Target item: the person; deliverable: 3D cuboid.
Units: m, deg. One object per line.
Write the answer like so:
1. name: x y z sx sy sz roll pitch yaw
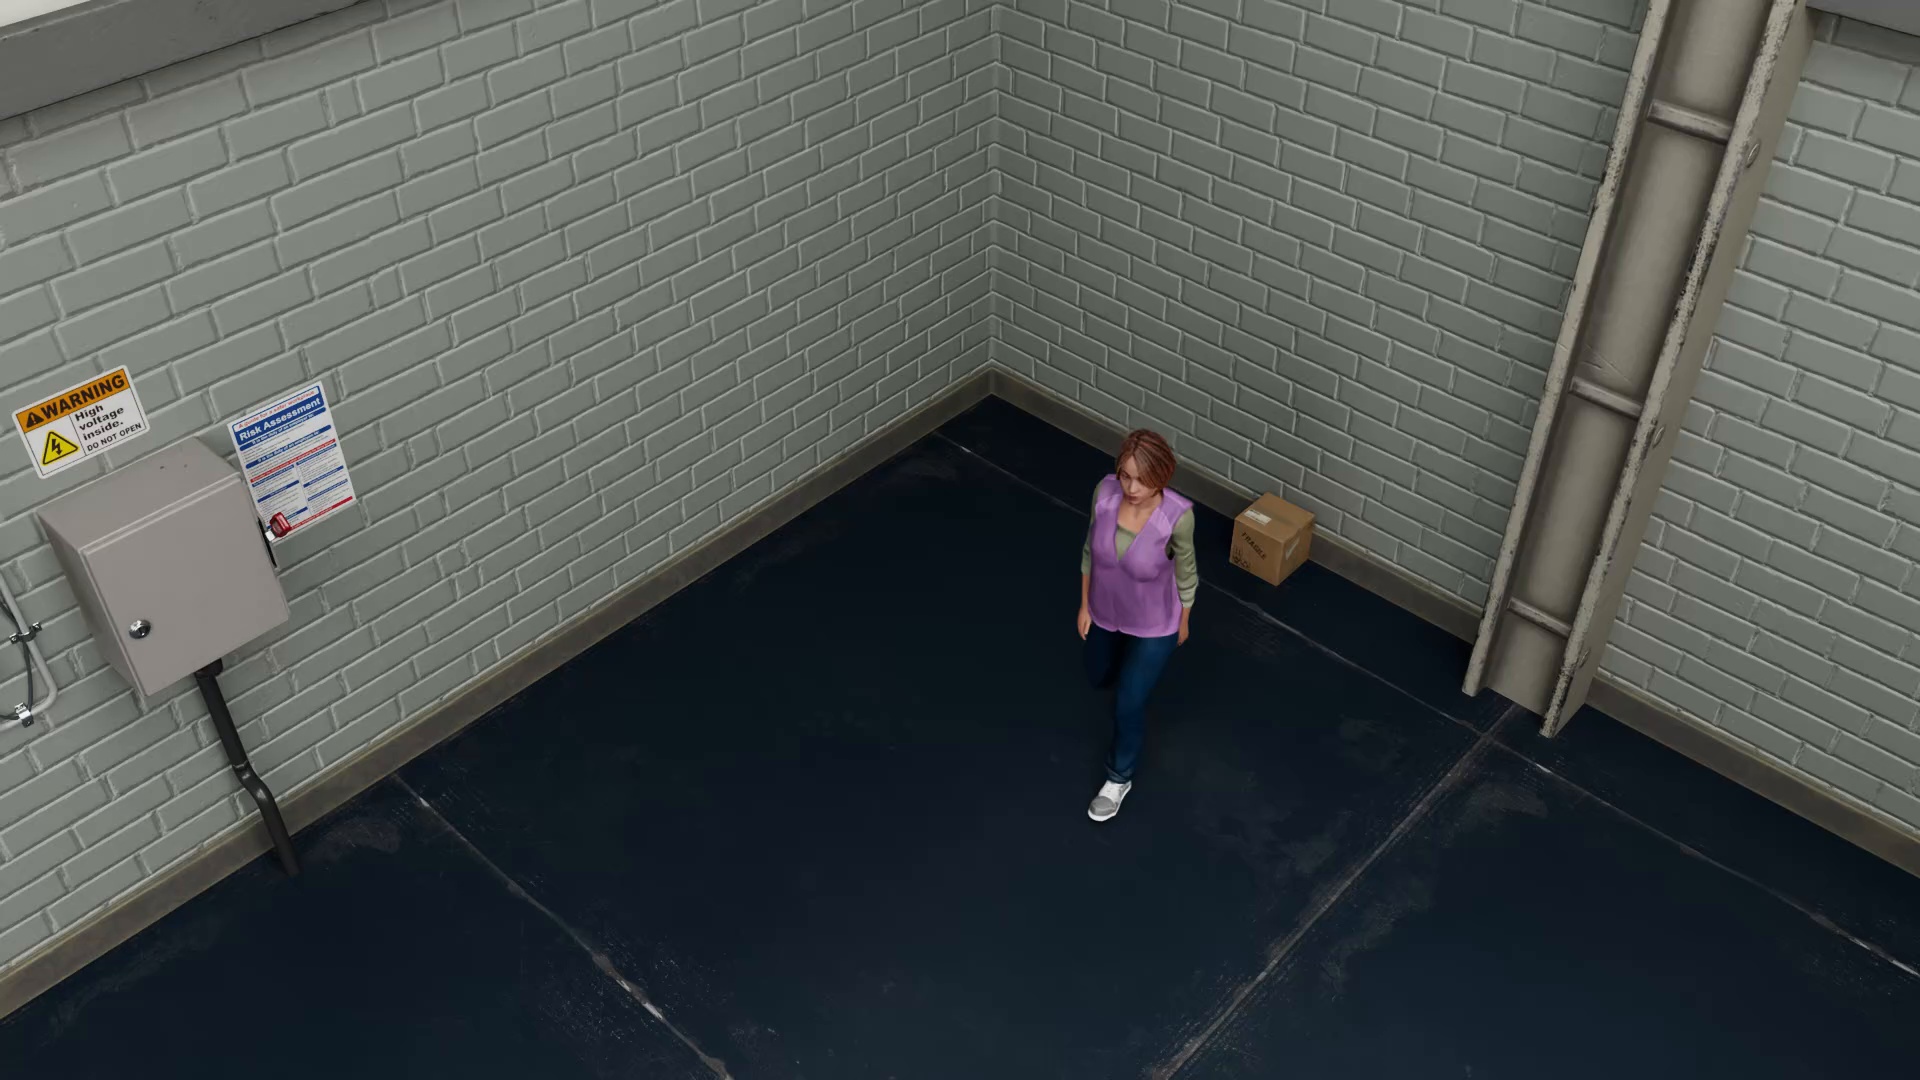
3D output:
1. person: 0.648 0.224 5.884 0.406 1.565 0.759 23 45 25
